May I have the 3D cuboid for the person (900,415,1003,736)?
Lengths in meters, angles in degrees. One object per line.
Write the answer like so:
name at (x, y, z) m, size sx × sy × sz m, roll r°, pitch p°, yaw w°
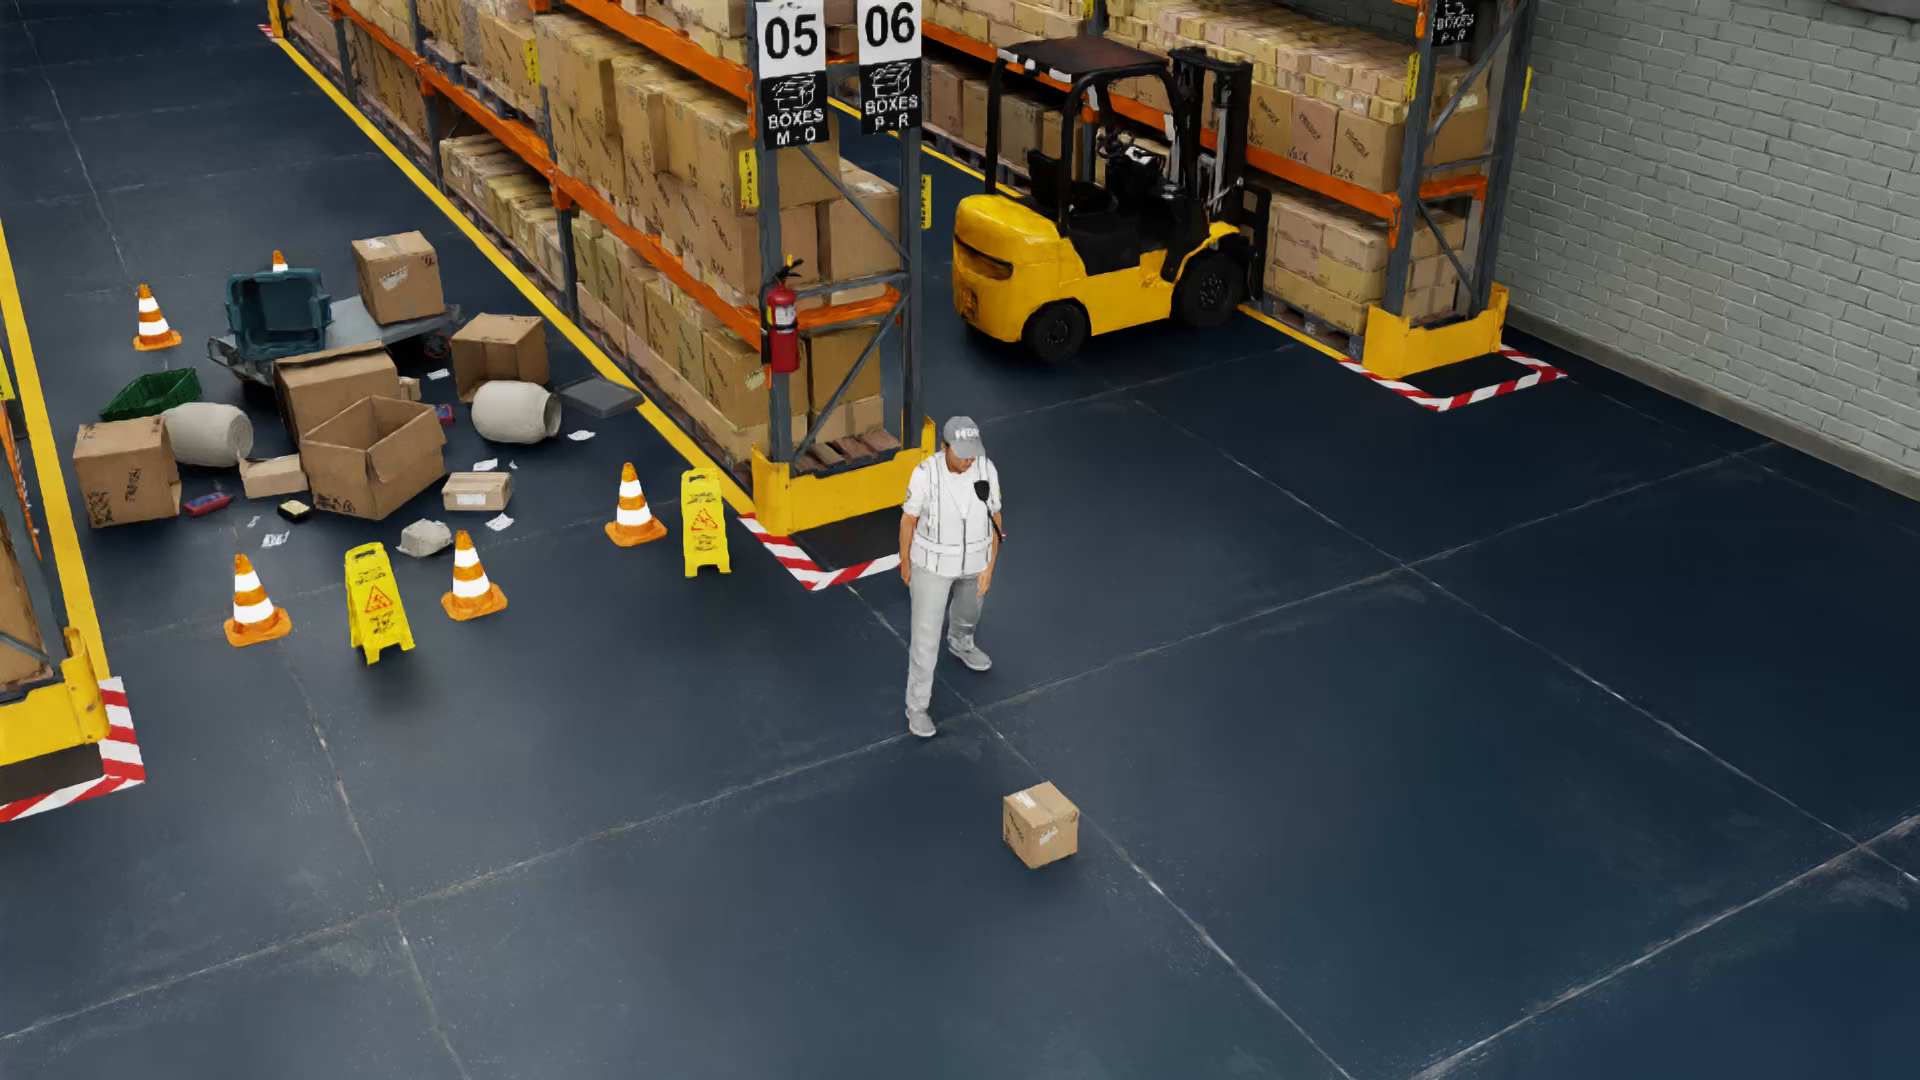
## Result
person at (-0.065, 0.097, 8.402) m, size 0.599 × 1.619 × 0.775 m, roll -10°, pitch 31°, yaw -17°
